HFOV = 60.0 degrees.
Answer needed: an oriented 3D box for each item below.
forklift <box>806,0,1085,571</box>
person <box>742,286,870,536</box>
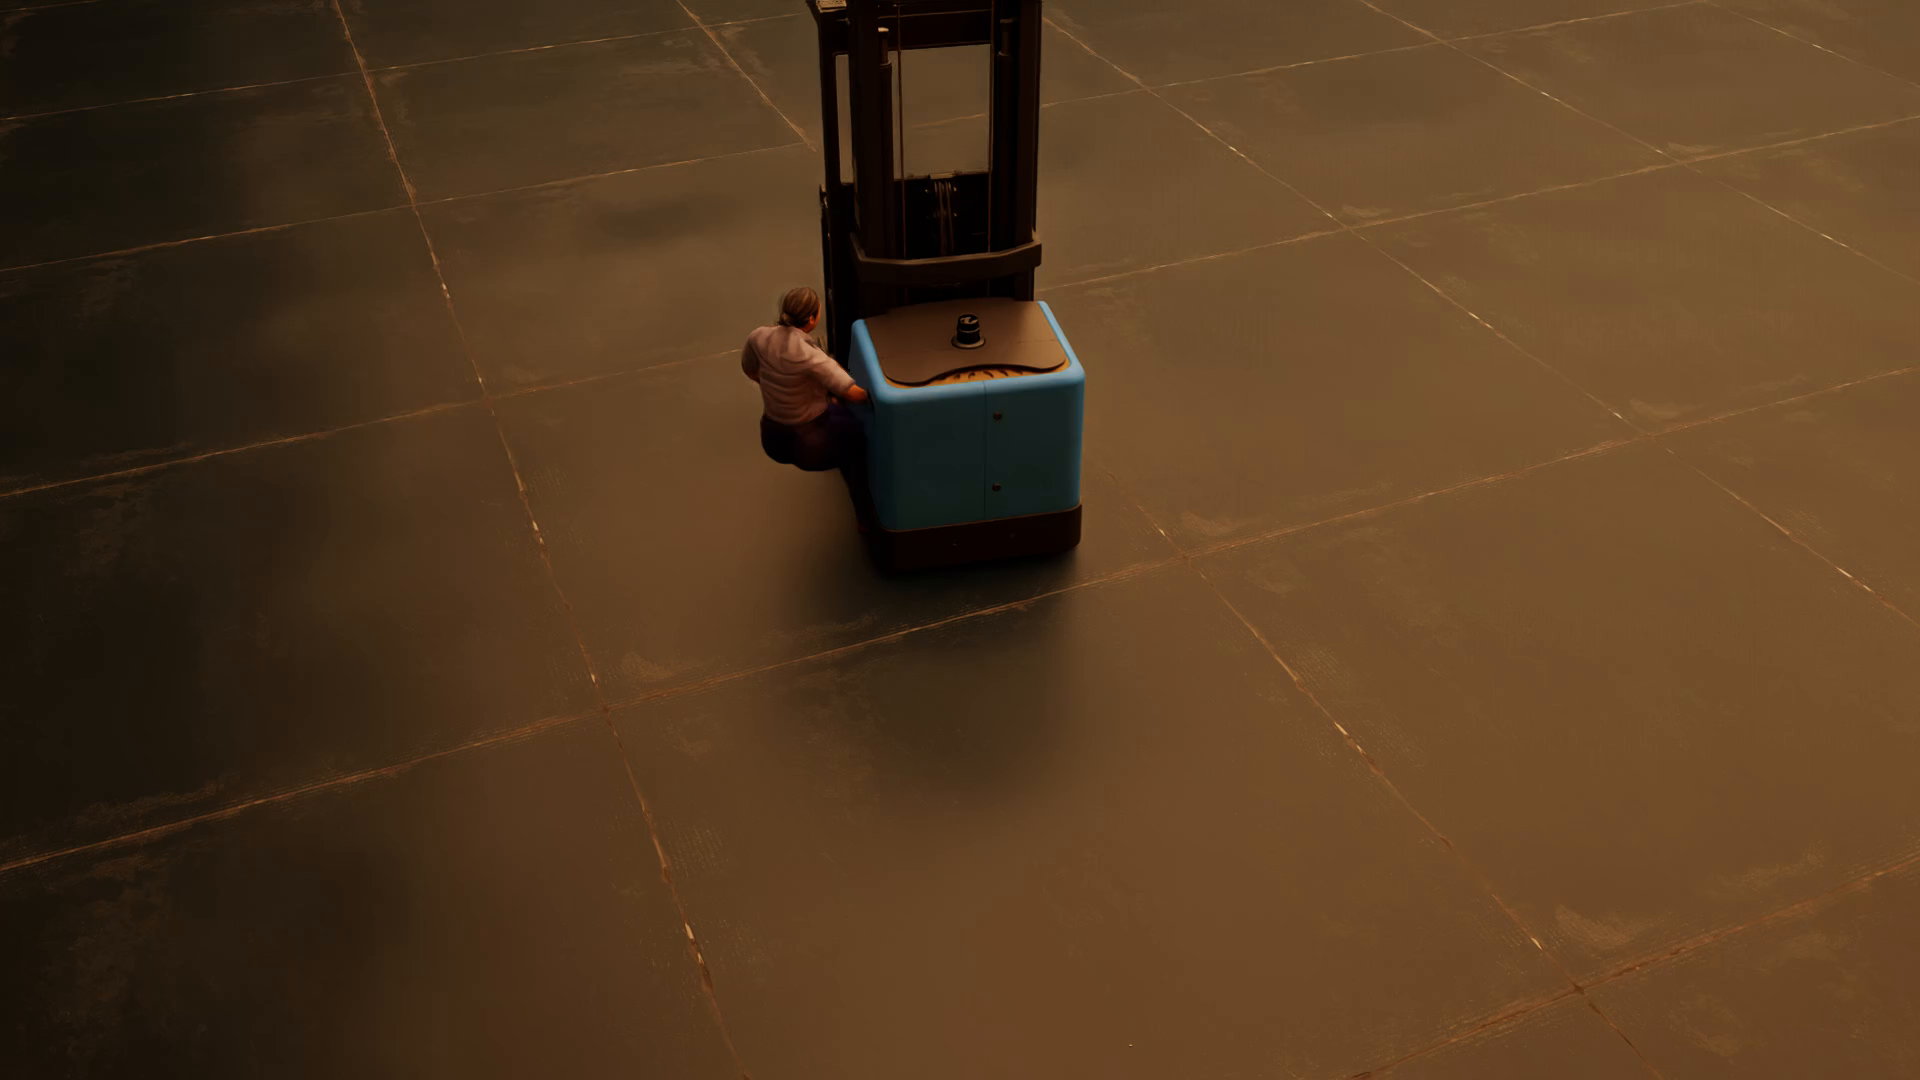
[{"bbox_3d":[-0.196,-1.891,8.758,1.130,2.935,3.031,-7,36,-10],"label":"forklift"},{"bbox_3d":[-0.633,-0.670,8.411,0.757,1.460,0.824,23,41,29],"label":"person"}]
